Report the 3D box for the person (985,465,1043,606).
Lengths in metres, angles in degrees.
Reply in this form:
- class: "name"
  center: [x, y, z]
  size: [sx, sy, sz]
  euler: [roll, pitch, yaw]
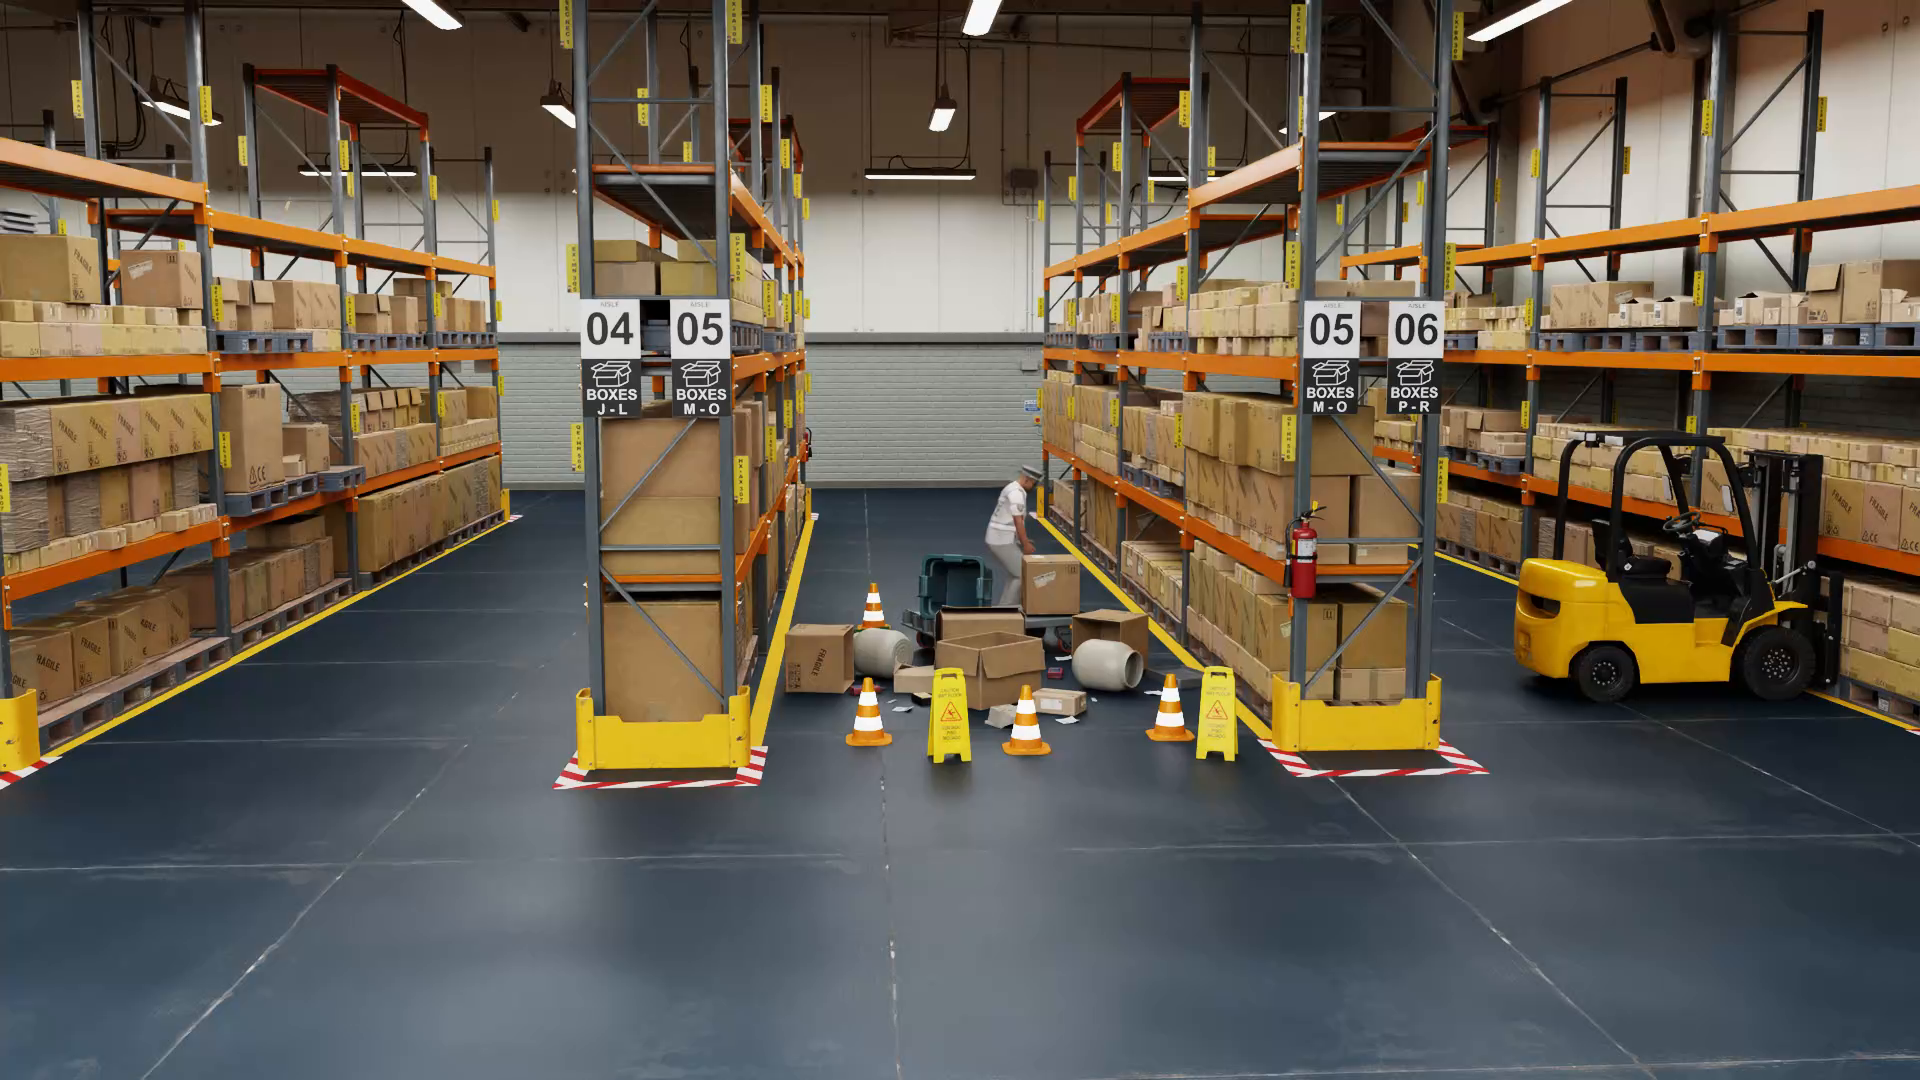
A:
- class: "person"
  center: [0.571, 0.033, 17.495]
  size: [0.609, 1.633, 0.575]
  euler: [0, 7, -3]
